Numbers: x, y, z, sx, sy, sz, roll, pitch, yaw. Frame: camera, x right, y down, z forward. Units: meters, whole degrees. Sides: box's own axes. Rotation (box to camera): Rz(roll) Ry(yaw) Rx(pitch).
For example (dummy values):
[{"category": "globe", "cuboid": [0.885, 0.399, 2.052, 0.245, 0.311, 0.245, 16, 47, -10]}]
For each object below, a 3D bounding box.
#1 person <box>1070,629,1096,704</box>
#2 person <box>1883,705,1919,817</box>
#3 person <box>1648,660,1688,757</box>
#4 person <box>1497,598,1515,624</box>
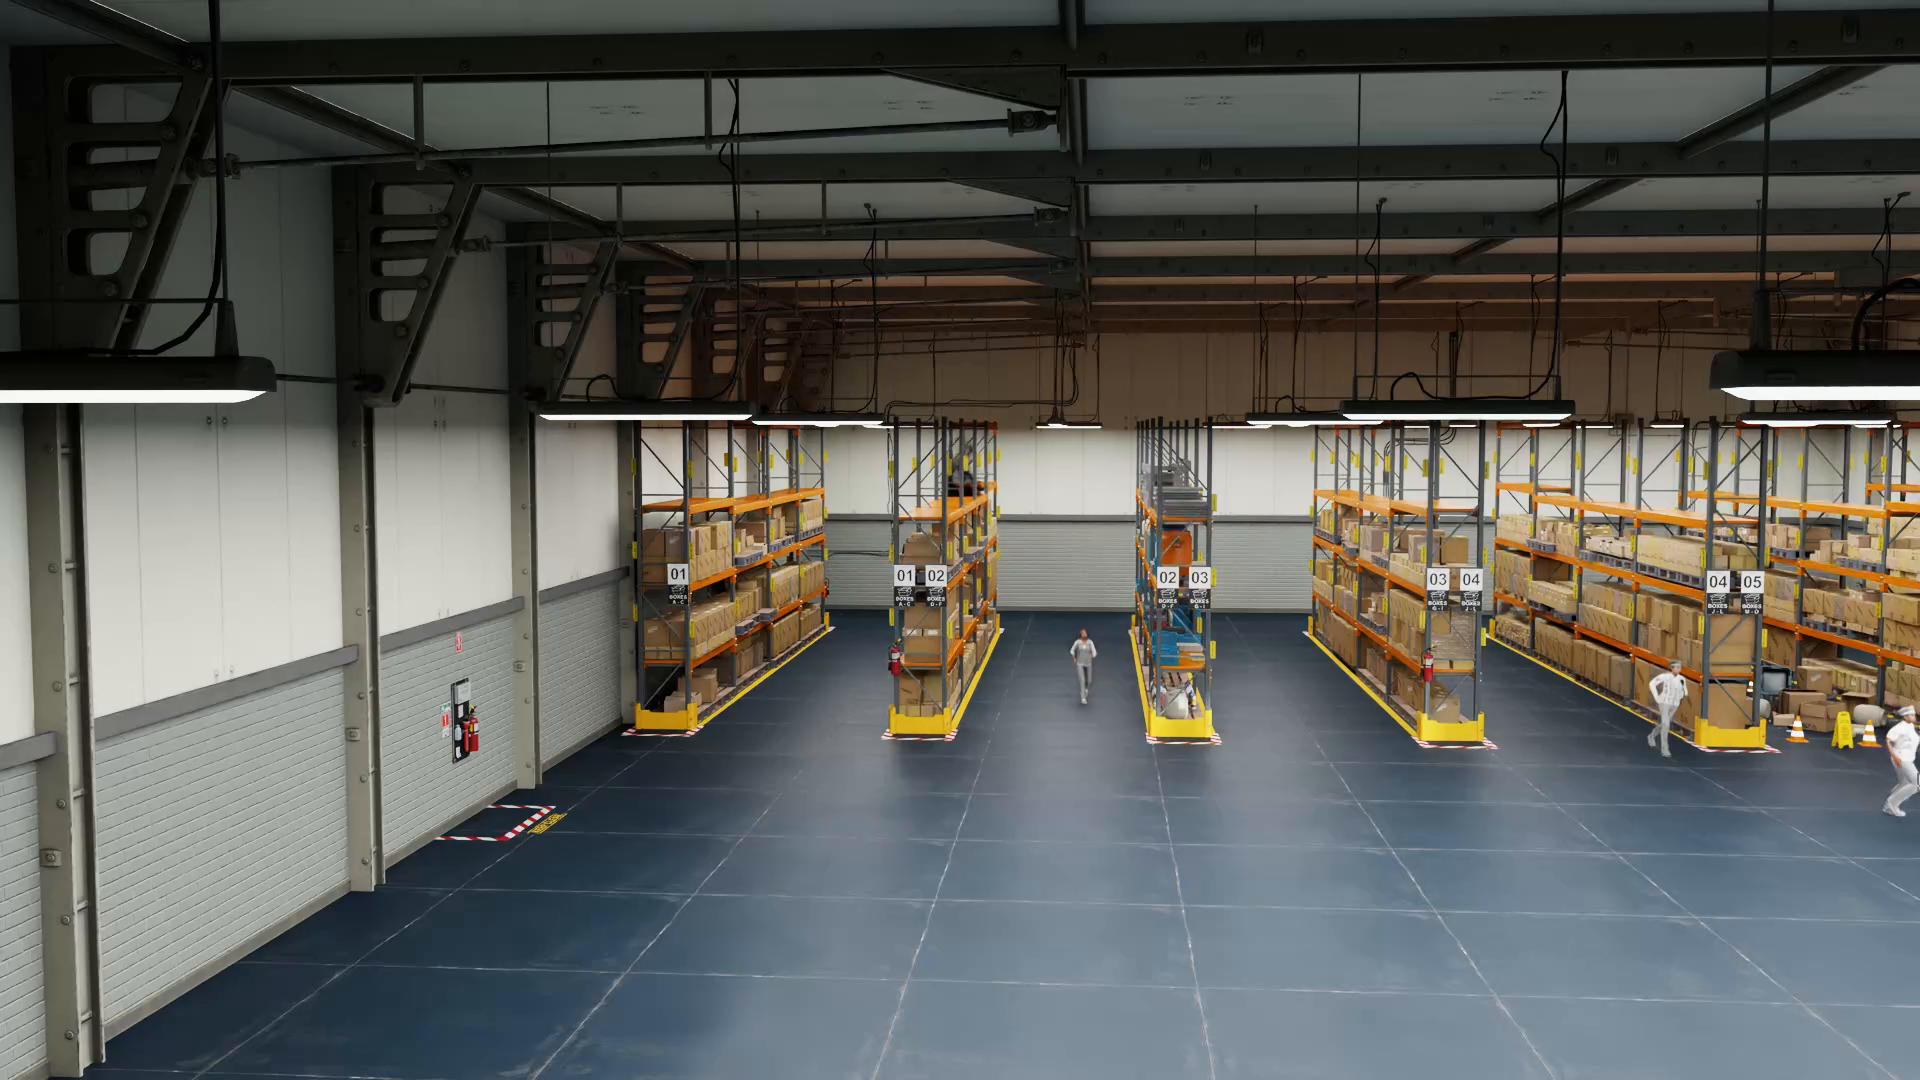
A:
[{"category": "person", "cuboid": [2.606, 2.648, 35.109, 0.546, 1.561, 0.743, 0, 4, -2]}, {"category": "person", "cuboid": [14.060, 3.272, 24.677, 0.595, 1.664, 0.583, 3, 5, 41]}, {"category": "person", "cuboid": [12.662, 2.956, 29.671, 0.640, 1.676, 0.905, 0, 4, -8]}, {"category": "person", "cuboid": [15.560, 1.812, 47.562, 0.860, 1.618, 0.728, 3, 5, 36]}]
